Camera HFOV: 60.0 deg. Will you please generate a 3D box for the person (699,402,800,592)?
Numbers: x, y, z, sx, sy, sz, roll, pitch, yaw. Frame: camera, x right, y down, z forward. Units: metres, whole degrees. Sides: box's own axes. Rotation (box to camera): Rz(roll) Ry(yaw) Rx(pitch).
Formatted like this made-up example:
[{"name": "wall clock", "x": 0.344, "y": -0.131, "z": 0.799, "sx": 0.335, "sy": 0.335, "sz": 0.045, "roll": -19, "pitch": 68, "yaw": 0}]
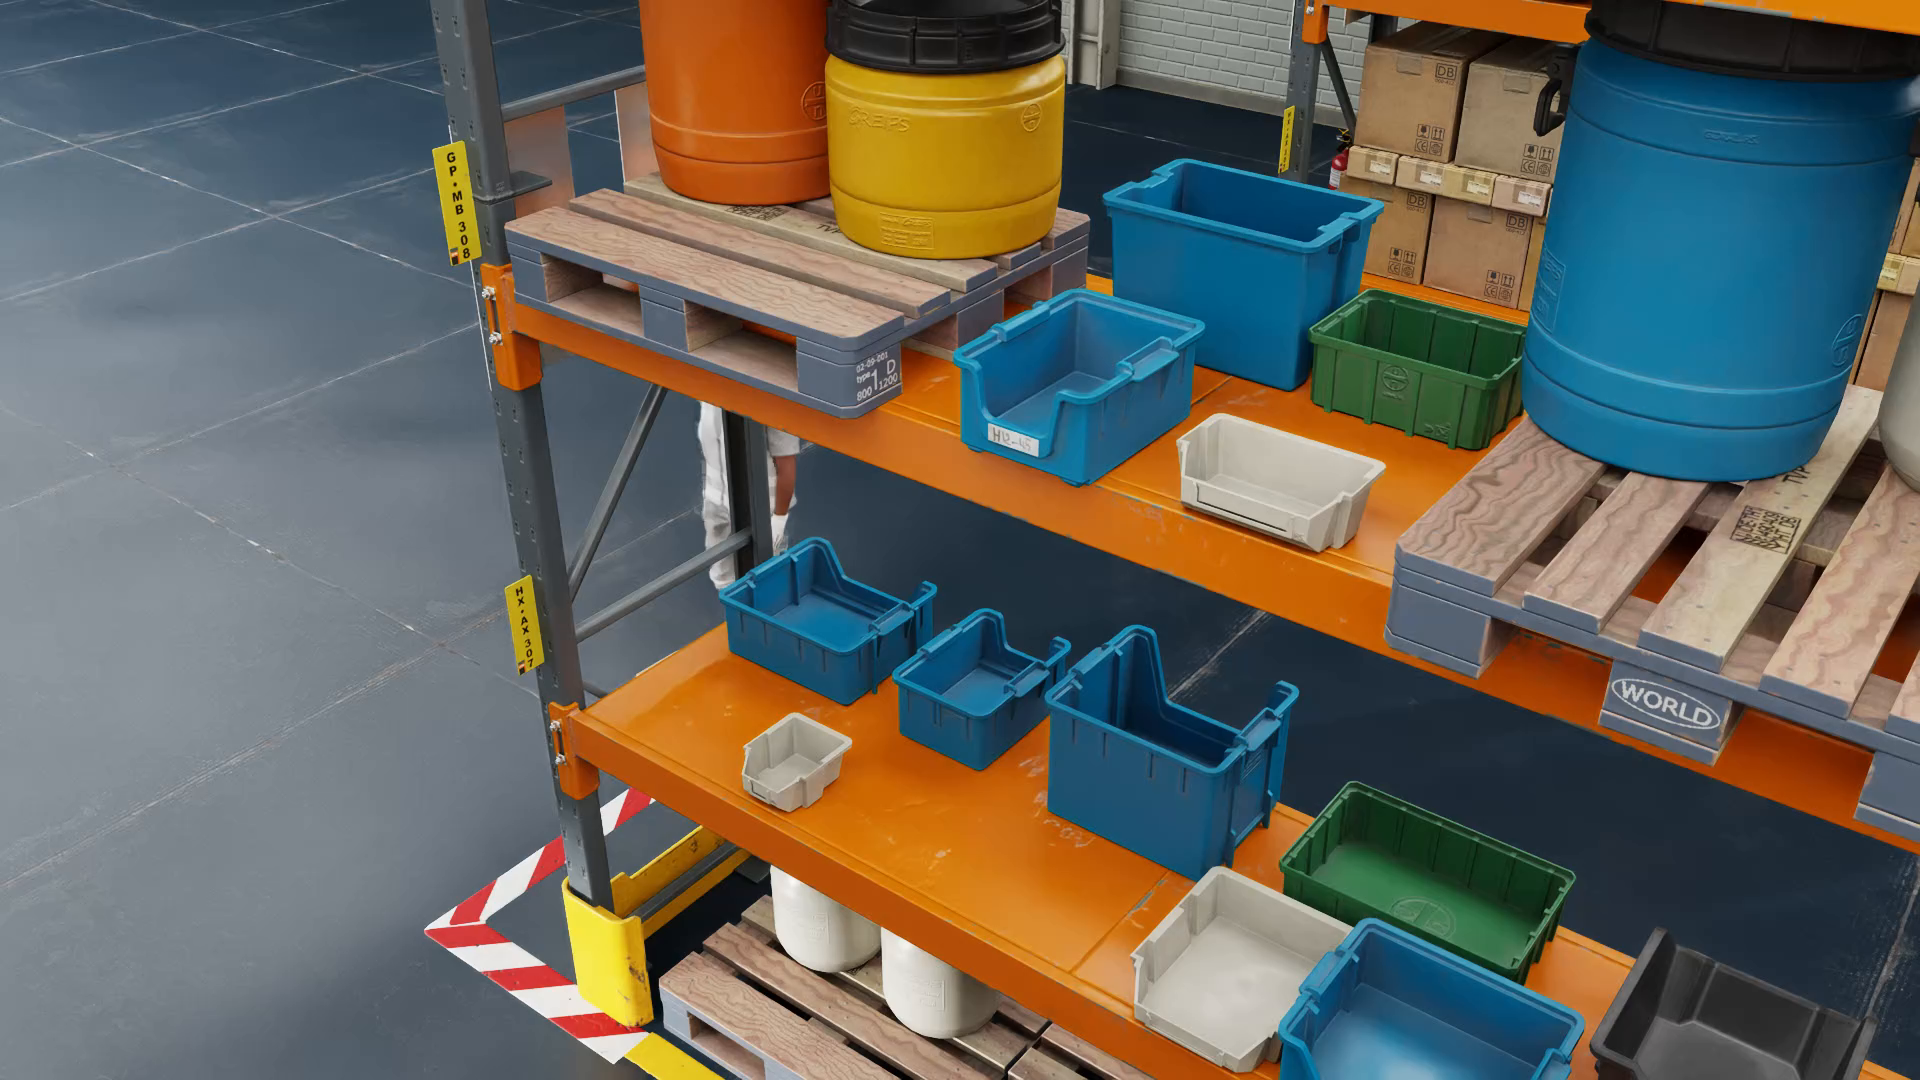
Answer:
[{"name": "person", "x": -0.936, "y": -0.151, "z": 7.386, "sx": 0.557, "sy": 1.763, "sz": 0.389, "roll": 24, "pitch": 38, "yaw": 34}]
